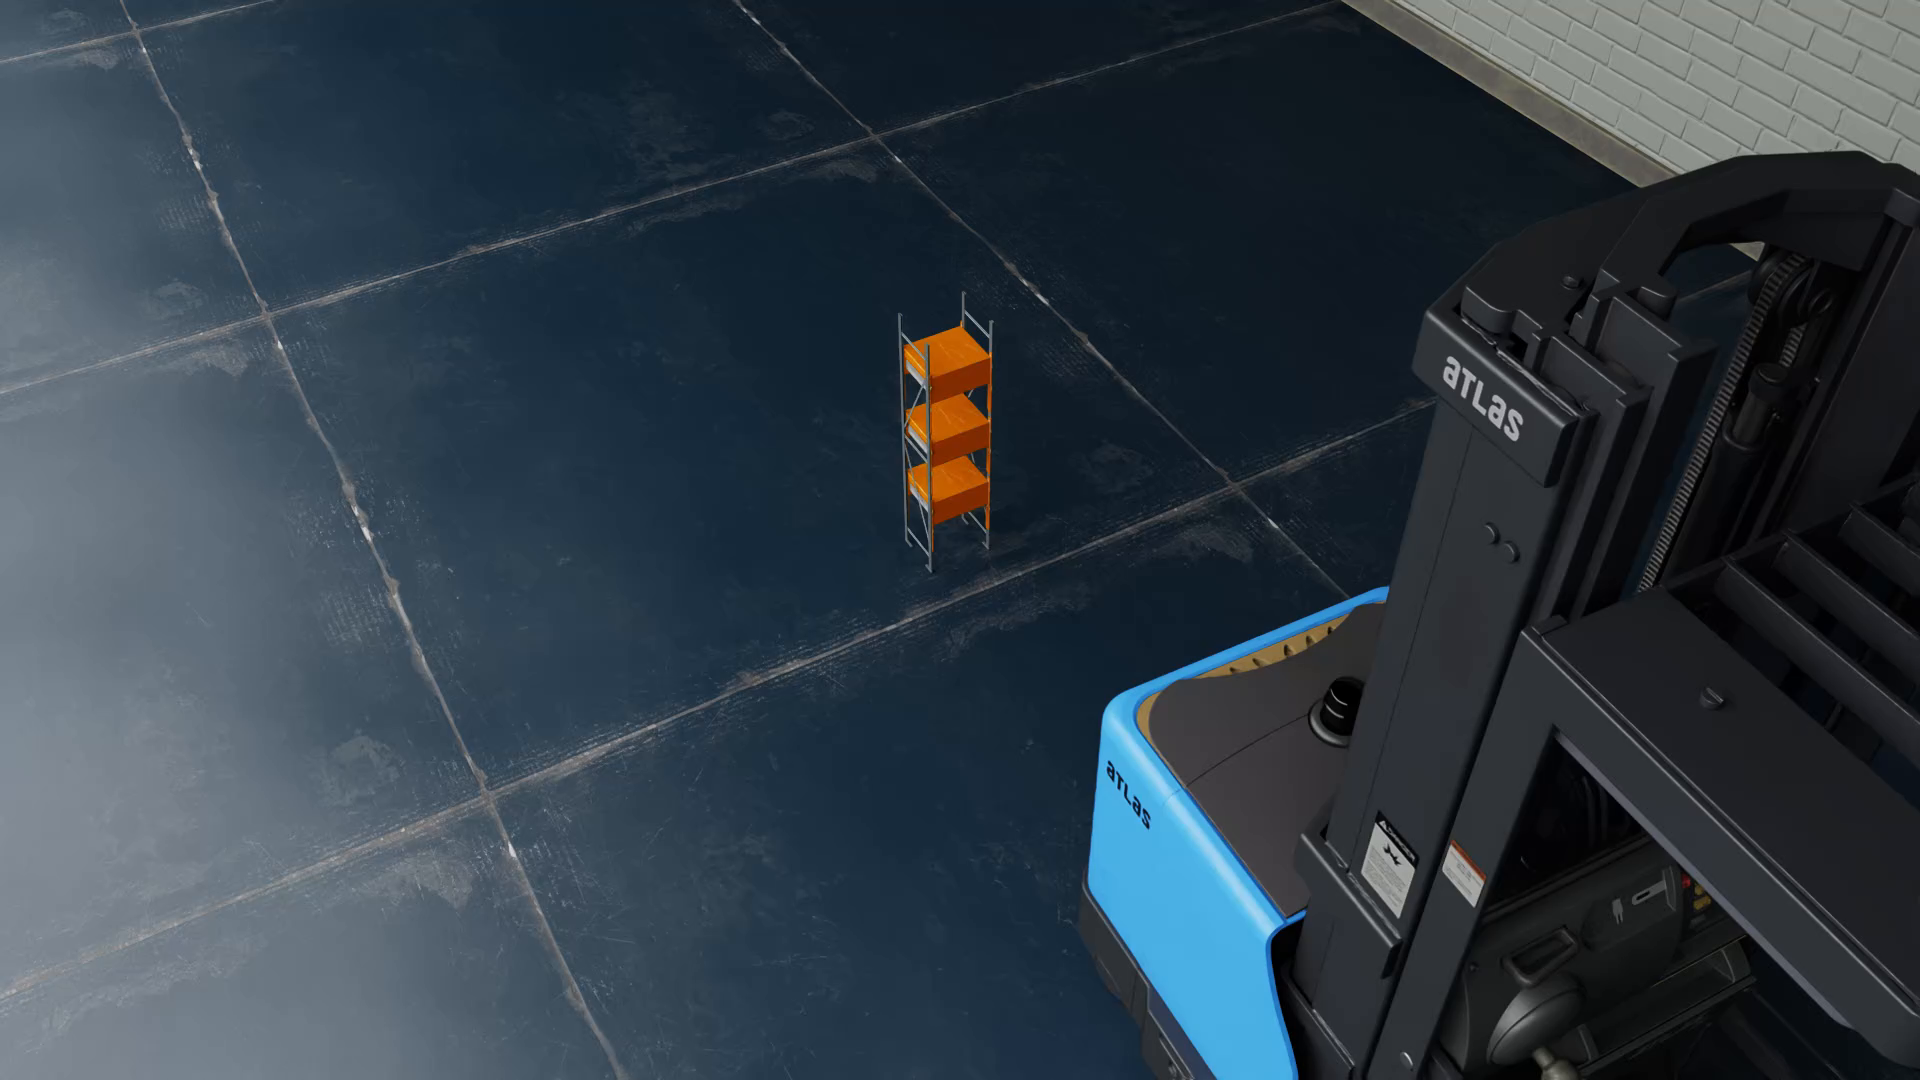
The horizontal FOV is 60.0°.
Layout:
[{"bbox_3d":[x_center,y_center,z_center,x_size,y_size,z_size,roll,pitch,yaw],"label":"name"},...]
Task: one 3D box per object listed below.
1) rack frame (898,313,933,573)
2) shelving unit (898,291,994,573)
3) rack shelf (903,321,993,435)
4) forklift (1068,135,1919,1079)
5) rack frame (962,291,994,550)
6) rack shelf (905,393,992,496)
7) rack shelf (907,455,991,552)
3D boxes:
[{"bbox_3d":[-0.152,-0.316,5.822,0.008,1.050,0.200,-22,48,-21],"label":"rack frame"},{"bbox_3d":[-0.046,-0.358,5.865,0.252,1.050,0.215,-22,48,-21],"label":"shelving unit"},{"bbox_3d":[-0.046,-0.554,5.675,0.240,0.259,0.215,-22,48,-21],"label":"rack shelf"},{"bbox_3d":[1.449,0.854,3.265,1.130,2.935,3.031,-20,48,-19],"label":"forklift"},{"bbox_3d":[0.059,-0.401,5.909,0.008,1.050,0.200,-22,48,-21],"label":"rack frame"},{"bbox_3d":[-0.046,-0.351,5.873,0.240,0.259,0.215,-22,48,-21],"label":"rack shelf"},{"bbox_3d":[-0.046,-0.151,6.066,0.240,0.259,0.215,-22,48,-21],"label":"rack shelf"}]
